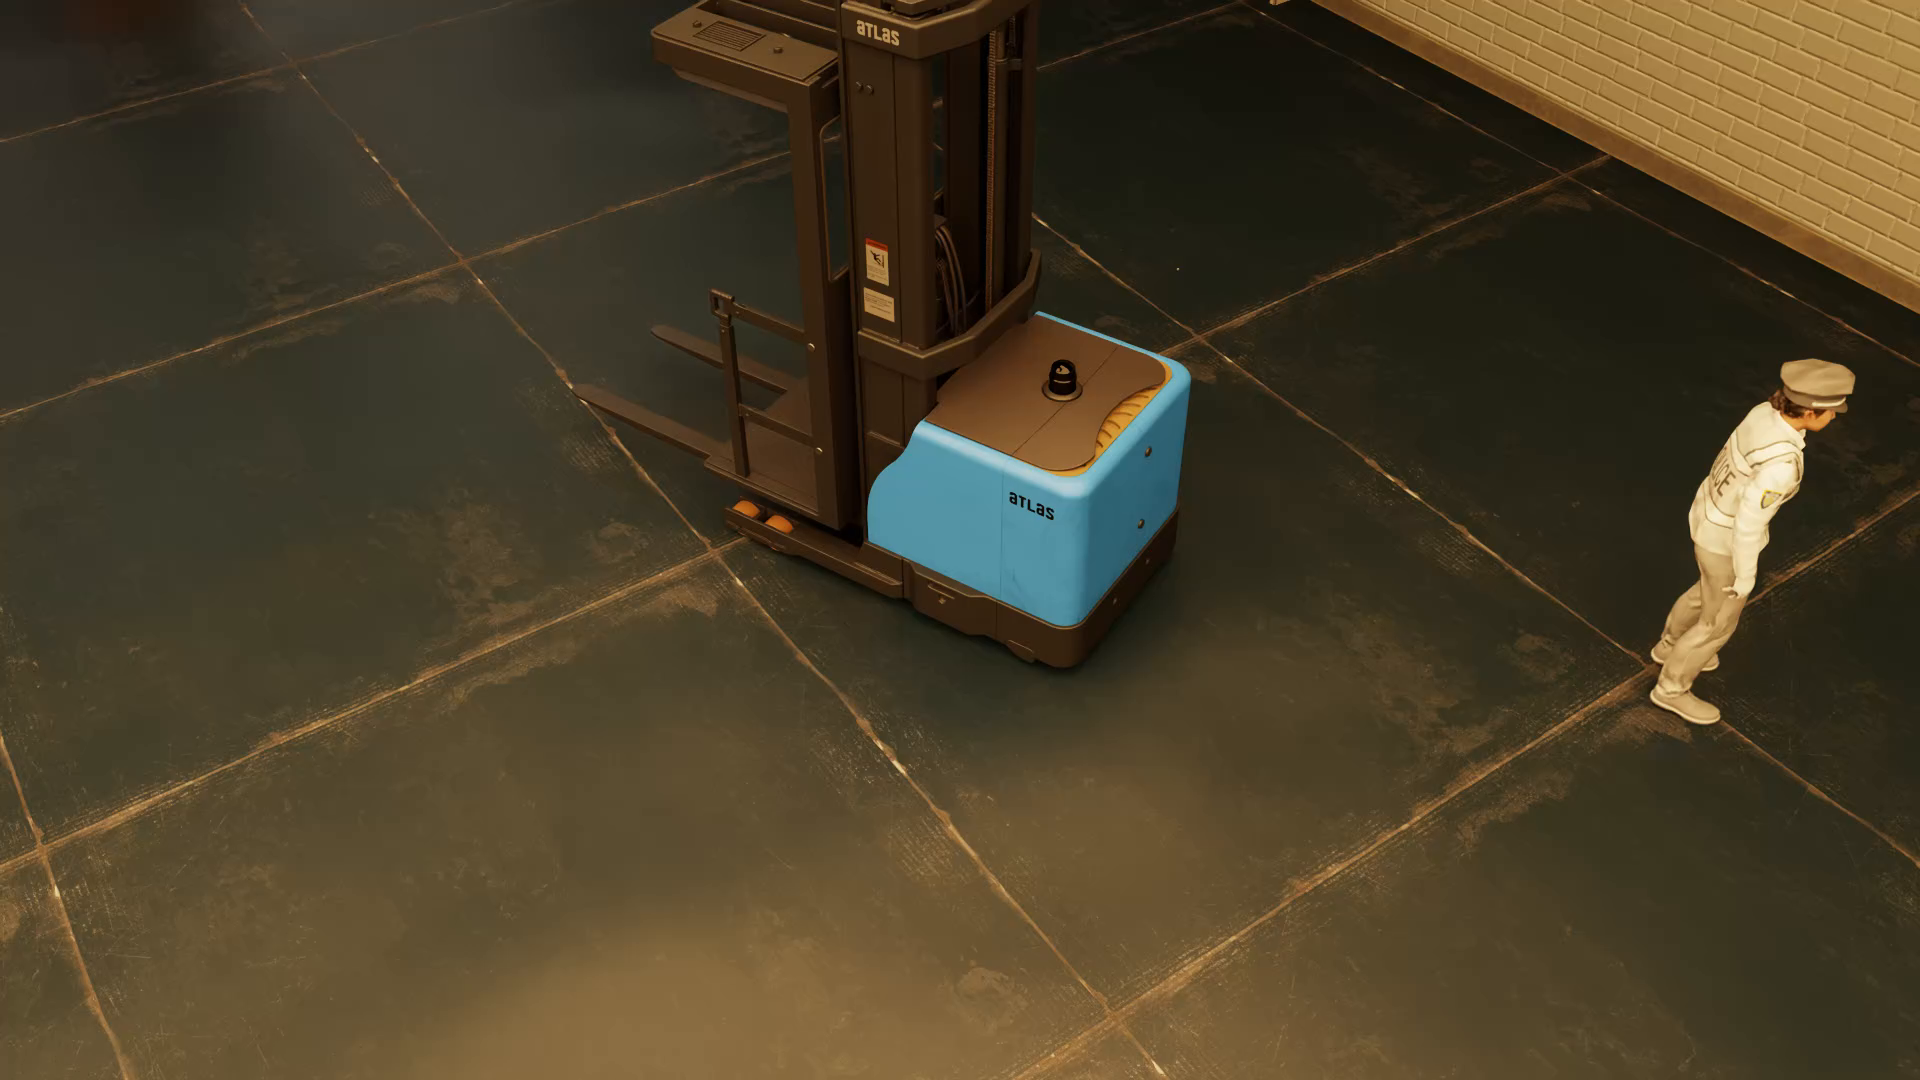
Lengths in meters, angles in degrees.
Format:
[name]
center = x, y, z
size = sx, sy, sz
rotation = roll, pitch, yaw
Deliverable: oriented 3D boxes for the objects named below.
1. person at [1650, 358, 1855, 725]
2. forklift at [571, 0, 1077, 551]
[person]
center = 3.107, -0.006, 6.662
size = 0.372, 1.664, 0.530
rotation = 11, 44, 12
[forklift]
center = -0.508, -1.305, 7.131
size = 3.031, 2.935, 1.121
rotation = 24, 48, 24
